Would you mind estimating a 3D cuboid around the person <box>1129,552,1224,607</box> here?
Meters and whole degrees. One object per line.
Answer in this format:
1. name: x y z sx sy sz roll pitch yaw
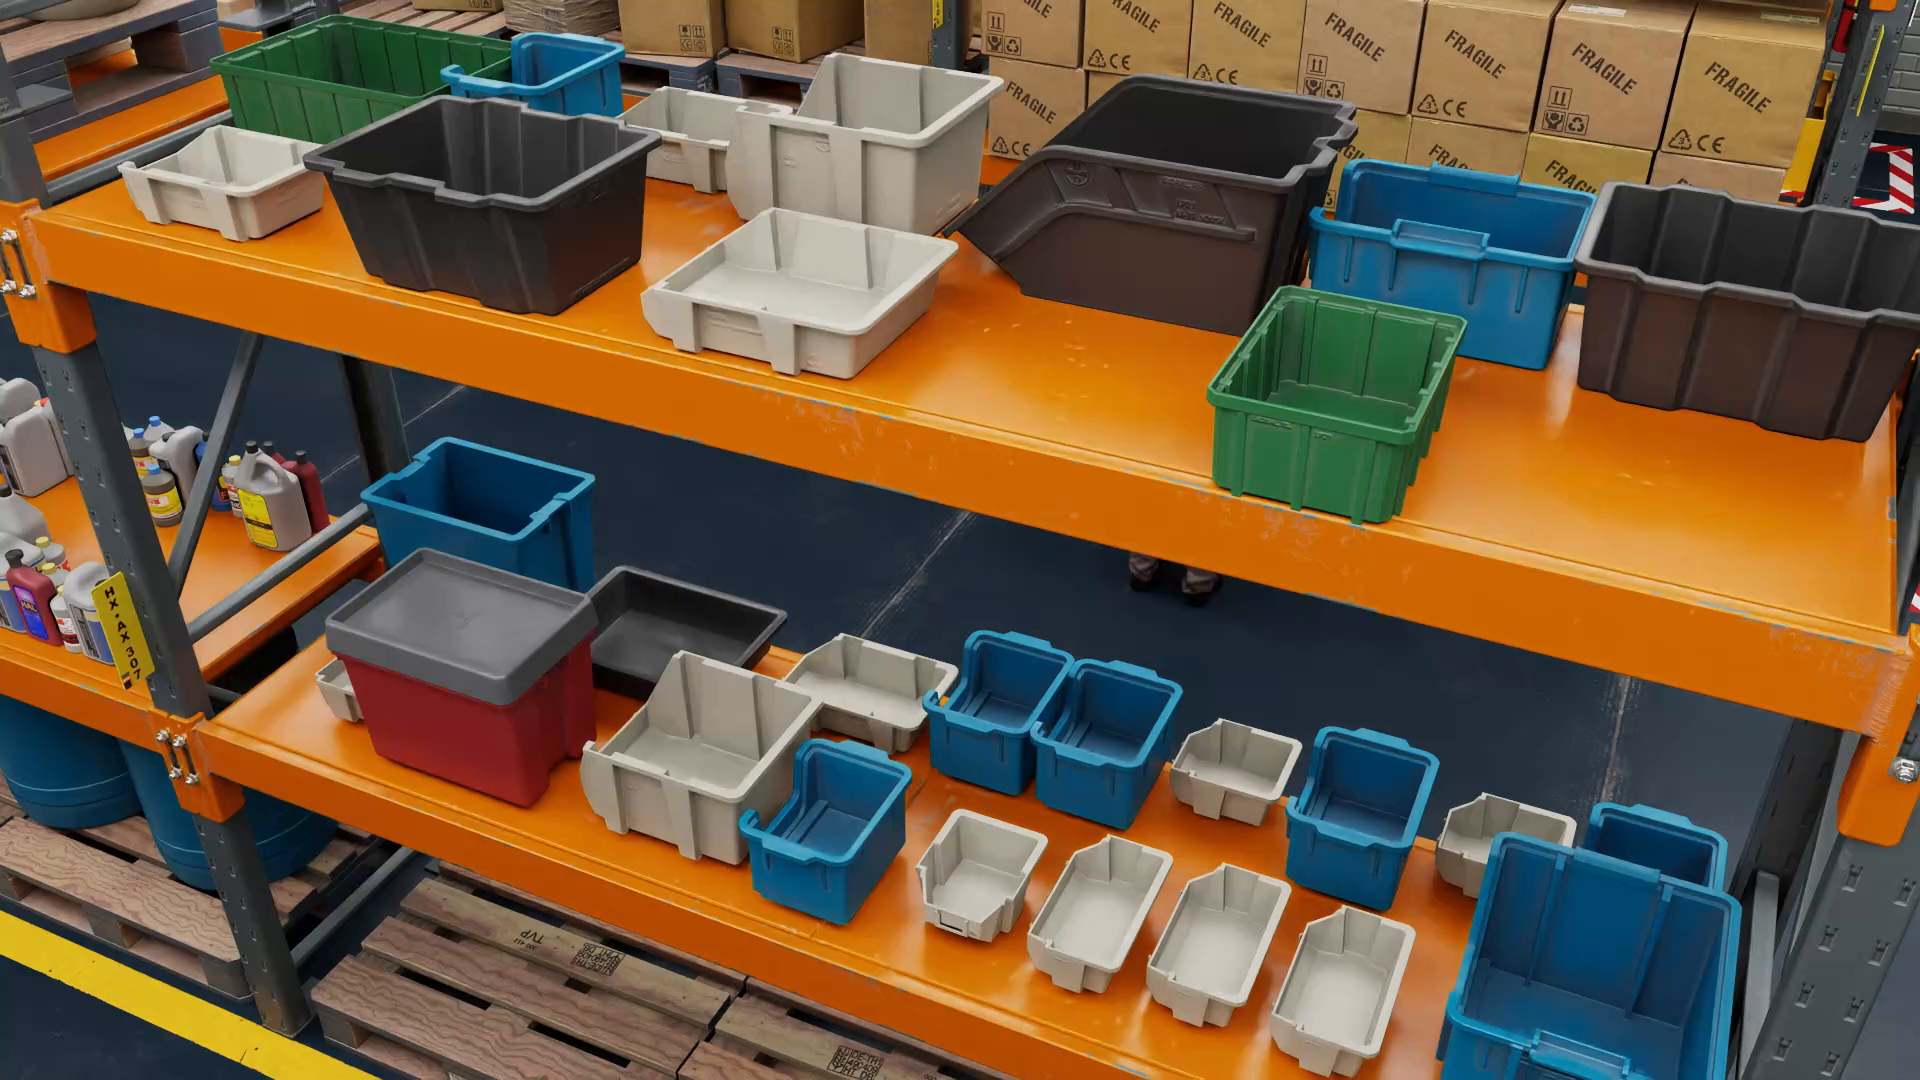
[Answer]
1. person: 0.969 -0.299 7.236 0.550 1.043 0.848 14 36 20
